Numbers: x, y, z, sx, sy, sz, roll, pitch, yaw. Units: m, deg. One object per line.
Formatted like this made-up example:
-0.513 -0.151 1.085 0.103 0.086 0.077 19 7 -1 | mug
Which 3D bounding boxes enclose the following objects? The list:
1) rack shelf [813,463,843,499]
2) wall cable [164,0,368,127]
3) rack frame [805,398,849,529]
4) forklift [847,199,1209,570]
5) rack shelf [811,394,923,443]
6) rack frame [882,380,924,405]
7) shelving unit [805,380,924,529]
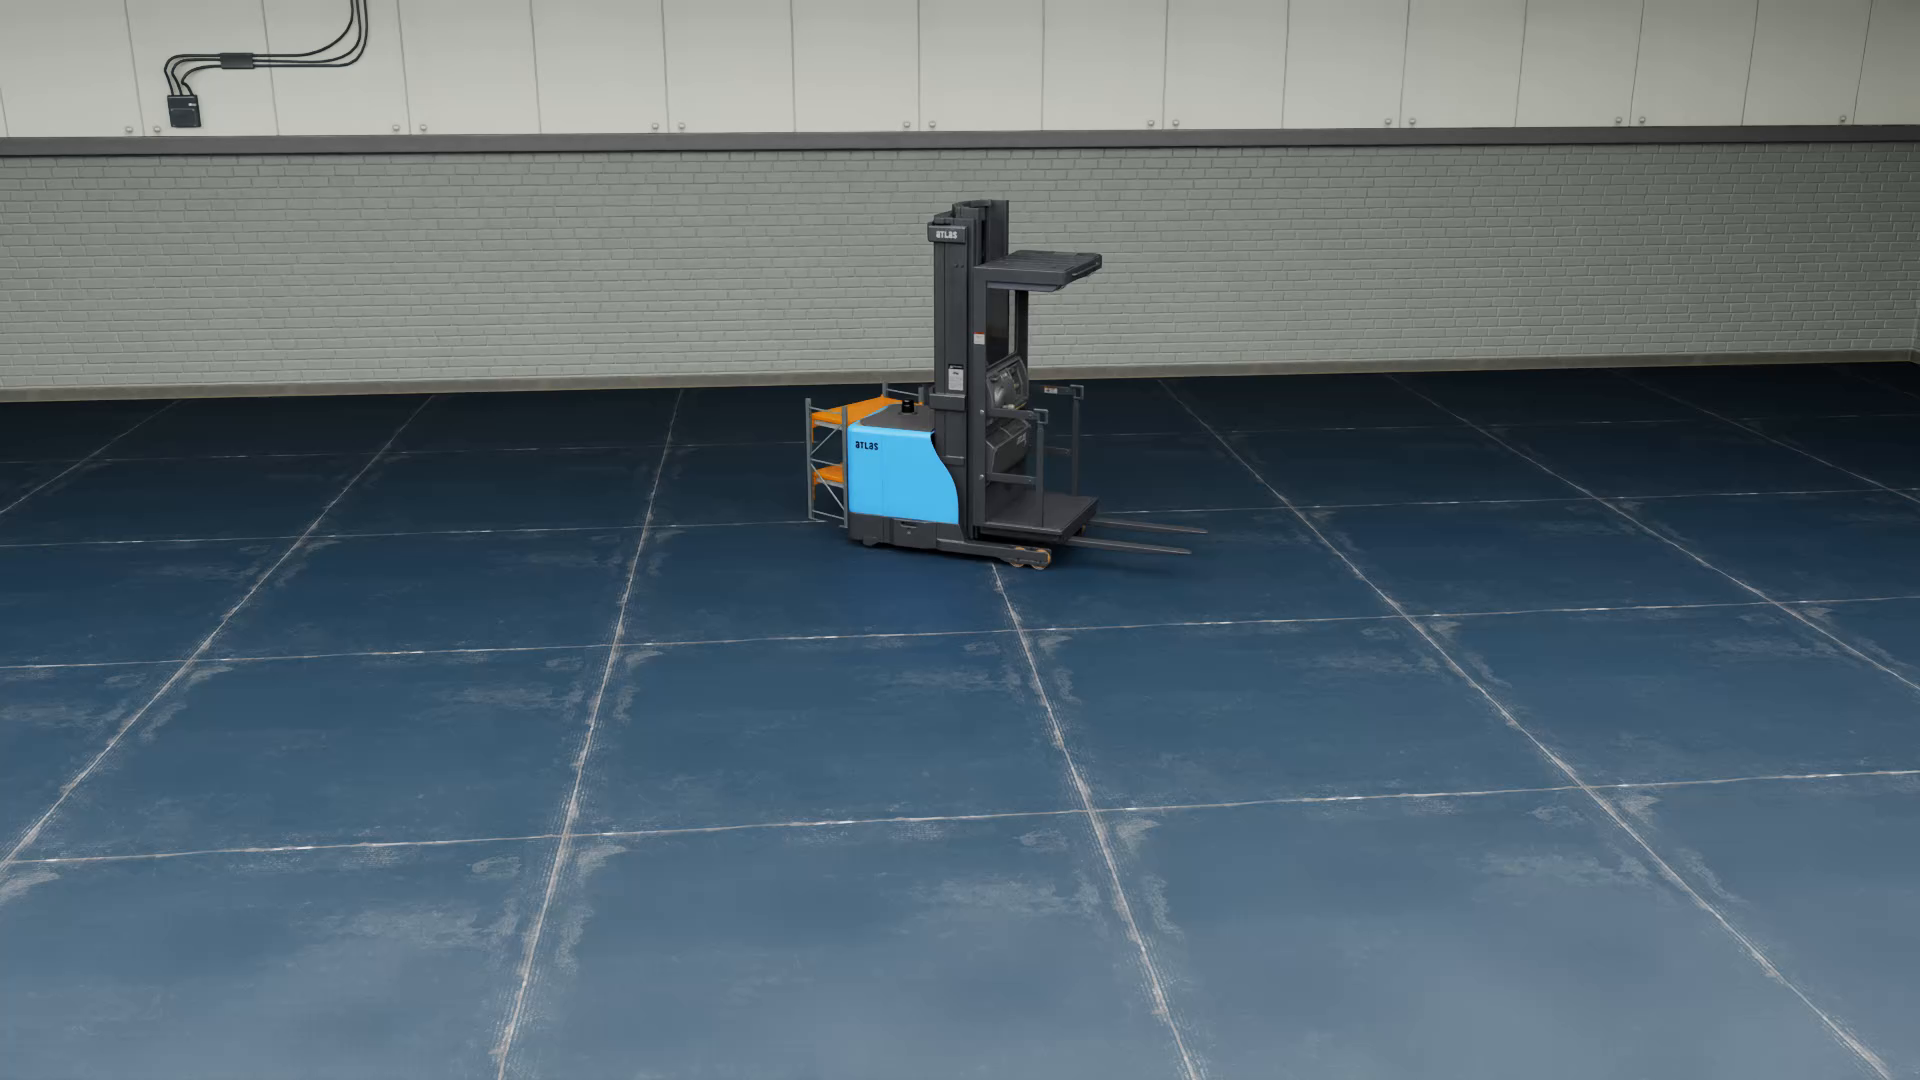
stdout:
-0.864 -0.573 15.441 0.538 0.278 1.000 14 22 38 | rack shelf
-7.940 -7.665 18.390 2.305 6.003 0.169 -2 18 -6 | wall cable
-1.194 -0.691 14.999 0.500 1.125 0.032 14 22 38 | rack frame
0.588 -1.331 14.023 3.031 2.935 1.130 7 19 20 | forklift
-0.864 -1.086 15.281 0.538 0.278 1.000 14 22 38 | rack shelf
-0.534 -0.922 15.737 0.500 1.125 0.032 14 22 38 | rack frame
-0.864 -0.807 15.368 0.538 1.125 1.048 14 22 38 | shelving unit
